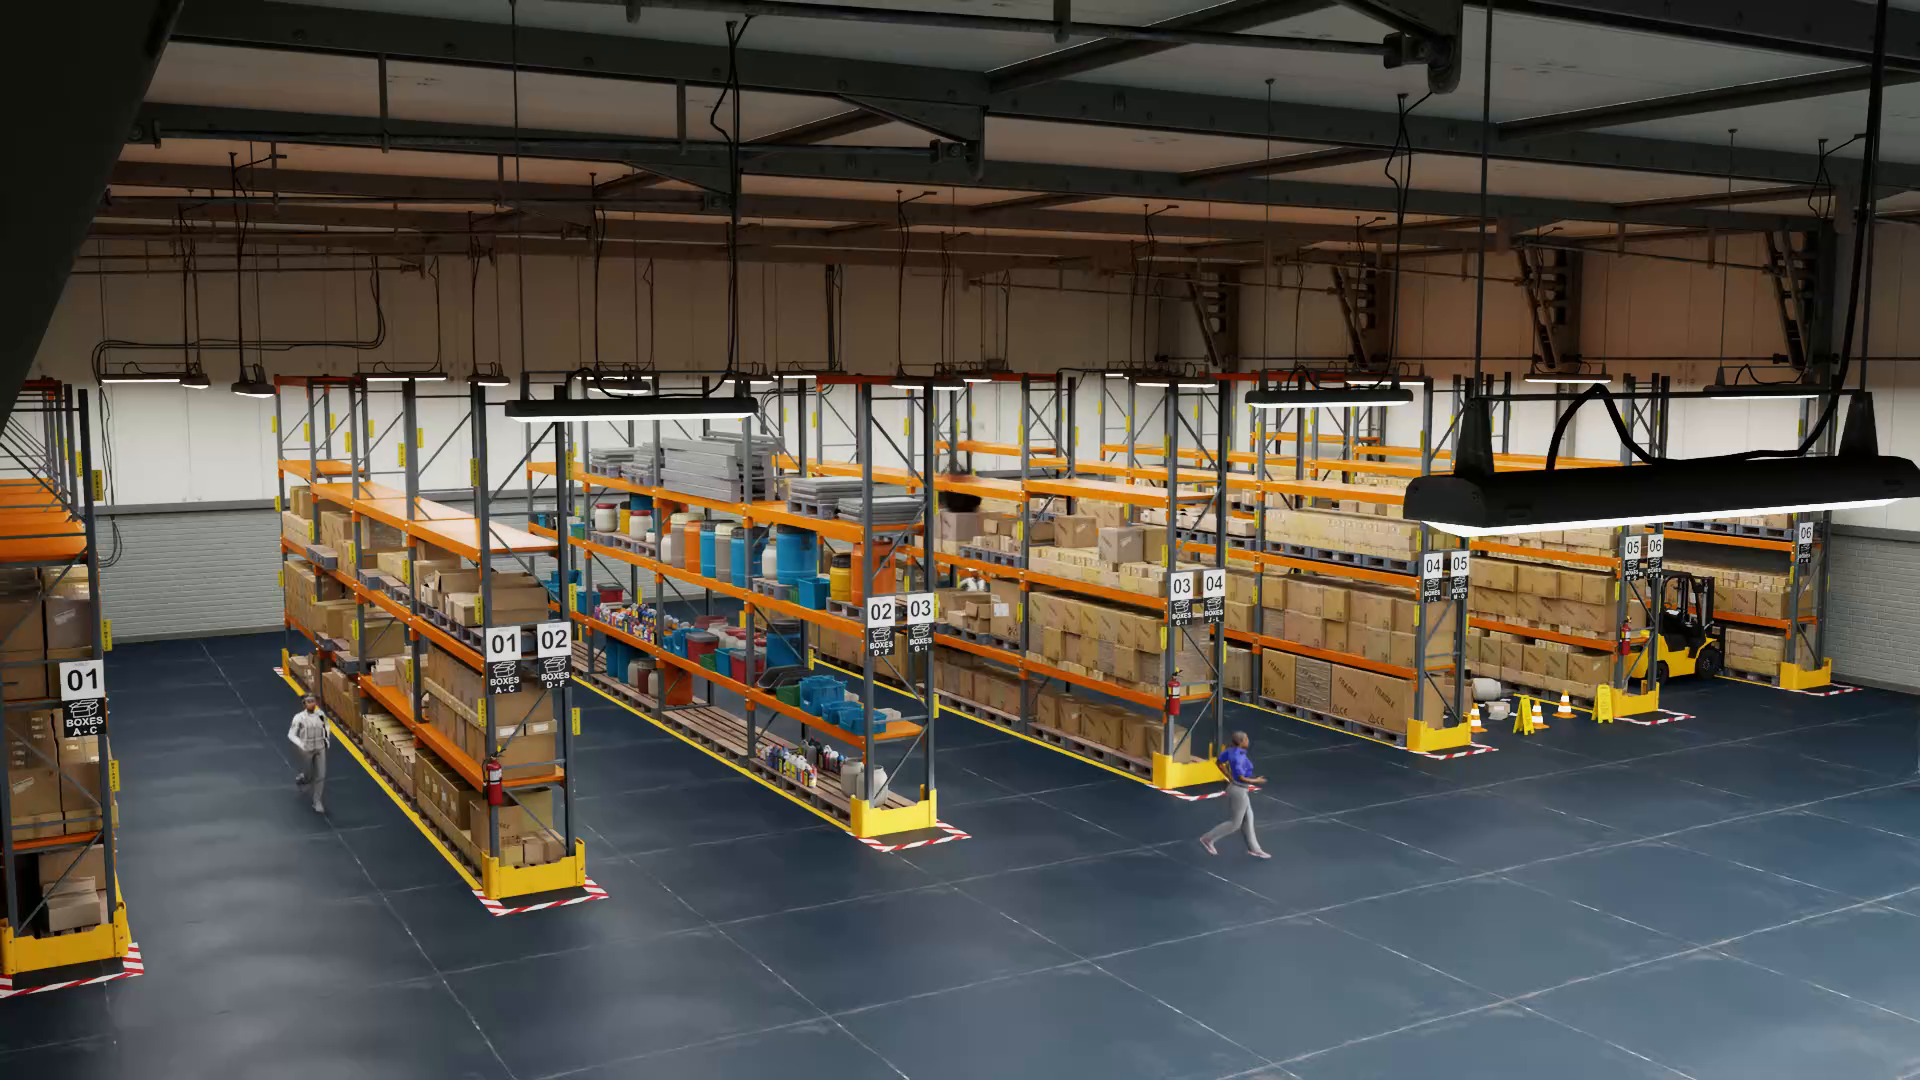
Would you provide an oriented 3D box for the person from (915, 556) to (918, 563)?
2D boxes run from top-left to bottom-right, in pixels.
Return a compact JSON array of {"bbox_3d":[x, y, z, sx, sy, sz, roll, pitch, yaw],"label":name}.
[{"bbox_3d":[-1.141,1.210,39.035,0.707,1.723,0.637,-2,7,-20],"label":"person"}]

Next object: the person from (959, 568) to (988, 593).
[{"bbox_3d":[0.315,1.456,36.563,0.643,1.836,0.801,-4,7,-31],"label":"person"}]

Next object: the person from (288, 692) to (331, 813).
[{"bbox_3d":[-9.136,2.958,23.442,0.617,1.676,0.725,-5,8,-40],"label":"person"}]

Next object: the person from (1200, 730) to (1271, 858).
[{"bbox_3d":[3.473,3.215,20.925,0.931,1.664,0.597,0,6,-3],"label":"person"}]
